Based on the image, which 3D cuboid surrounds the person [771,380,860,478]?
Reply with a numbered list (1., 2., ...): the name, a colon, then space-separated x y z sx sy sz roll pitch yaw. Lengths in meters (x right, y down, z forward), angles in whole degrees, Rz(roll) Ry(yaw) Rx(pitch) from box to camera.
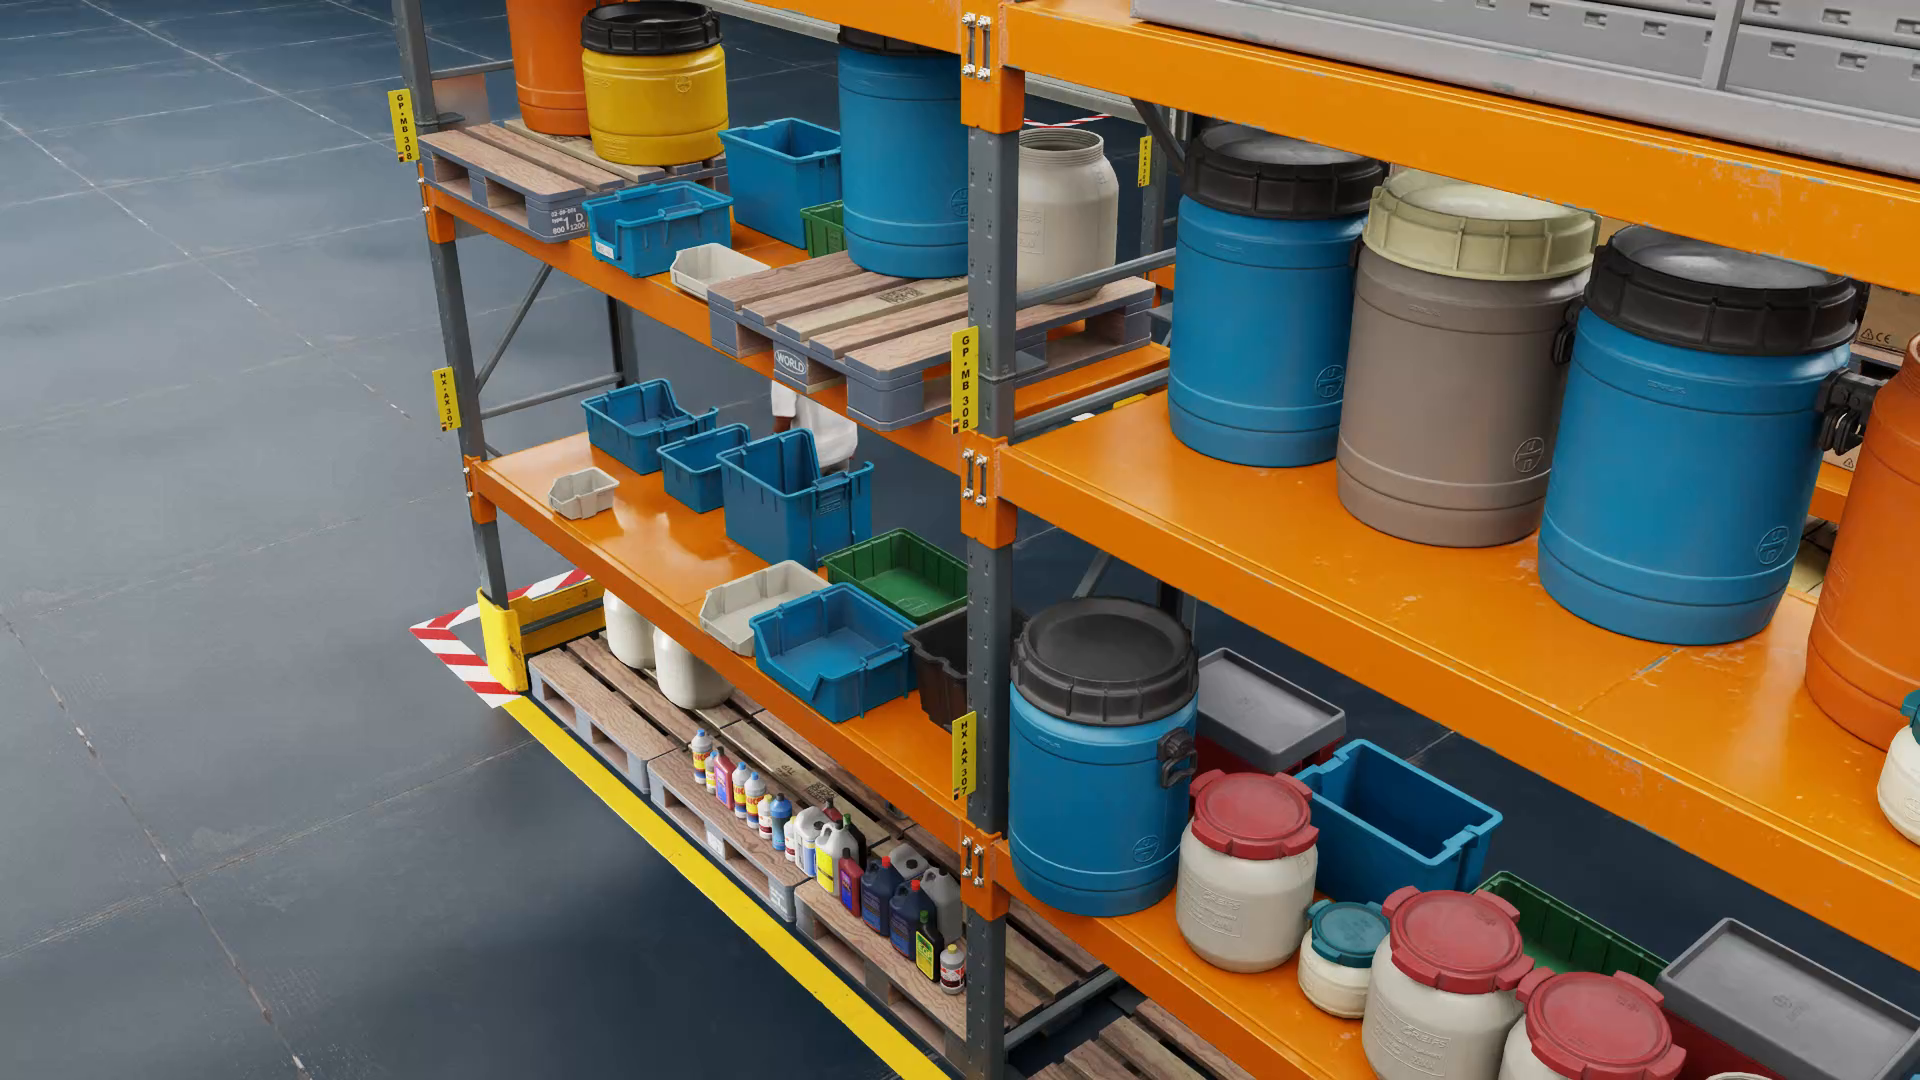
1. person: -0.837 -0.540 9.618 0.632 1.760 0.463 -22 35 -36
